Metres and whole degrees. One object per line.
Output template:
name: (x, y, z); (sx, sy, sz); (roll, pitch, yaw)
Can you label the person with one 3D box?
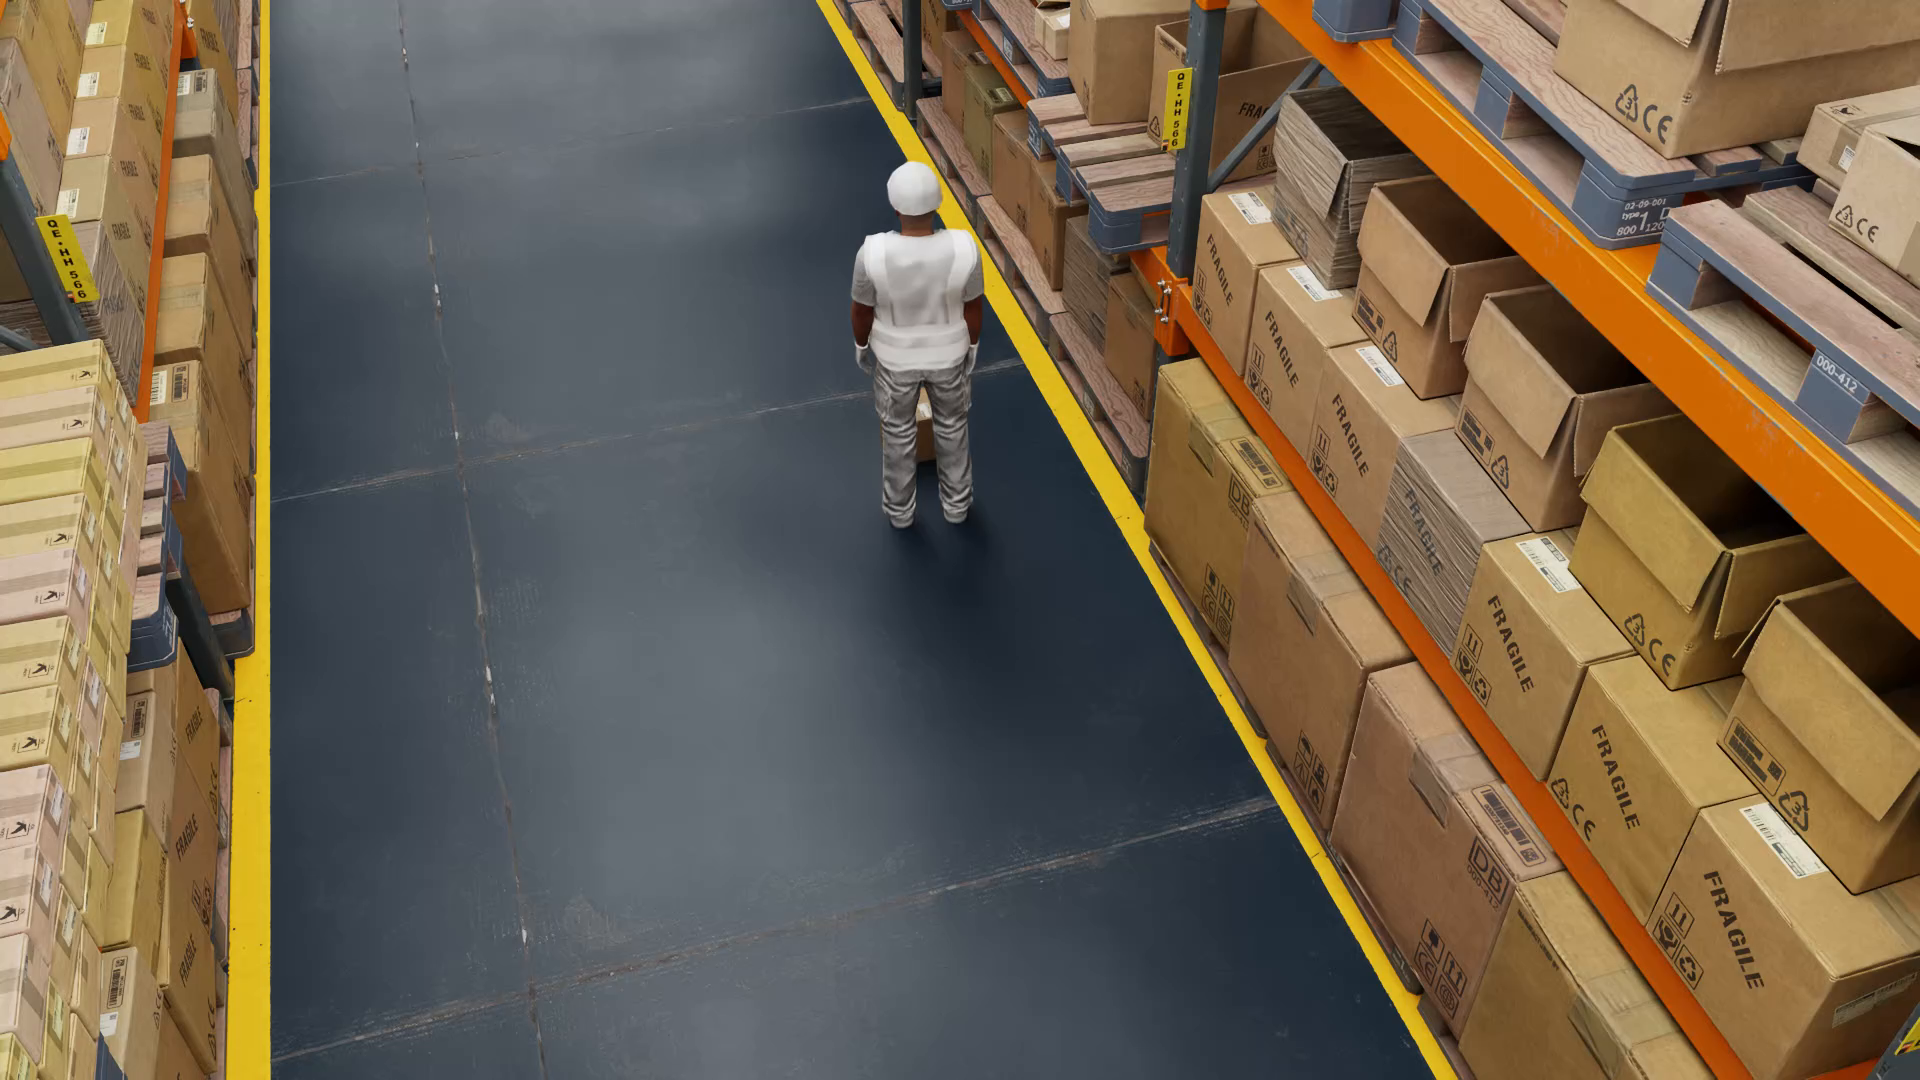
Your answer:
person: (-0.177, -0.804, 7.041); (0.544, 1.783, 0.369); (-4, 42, -5)
